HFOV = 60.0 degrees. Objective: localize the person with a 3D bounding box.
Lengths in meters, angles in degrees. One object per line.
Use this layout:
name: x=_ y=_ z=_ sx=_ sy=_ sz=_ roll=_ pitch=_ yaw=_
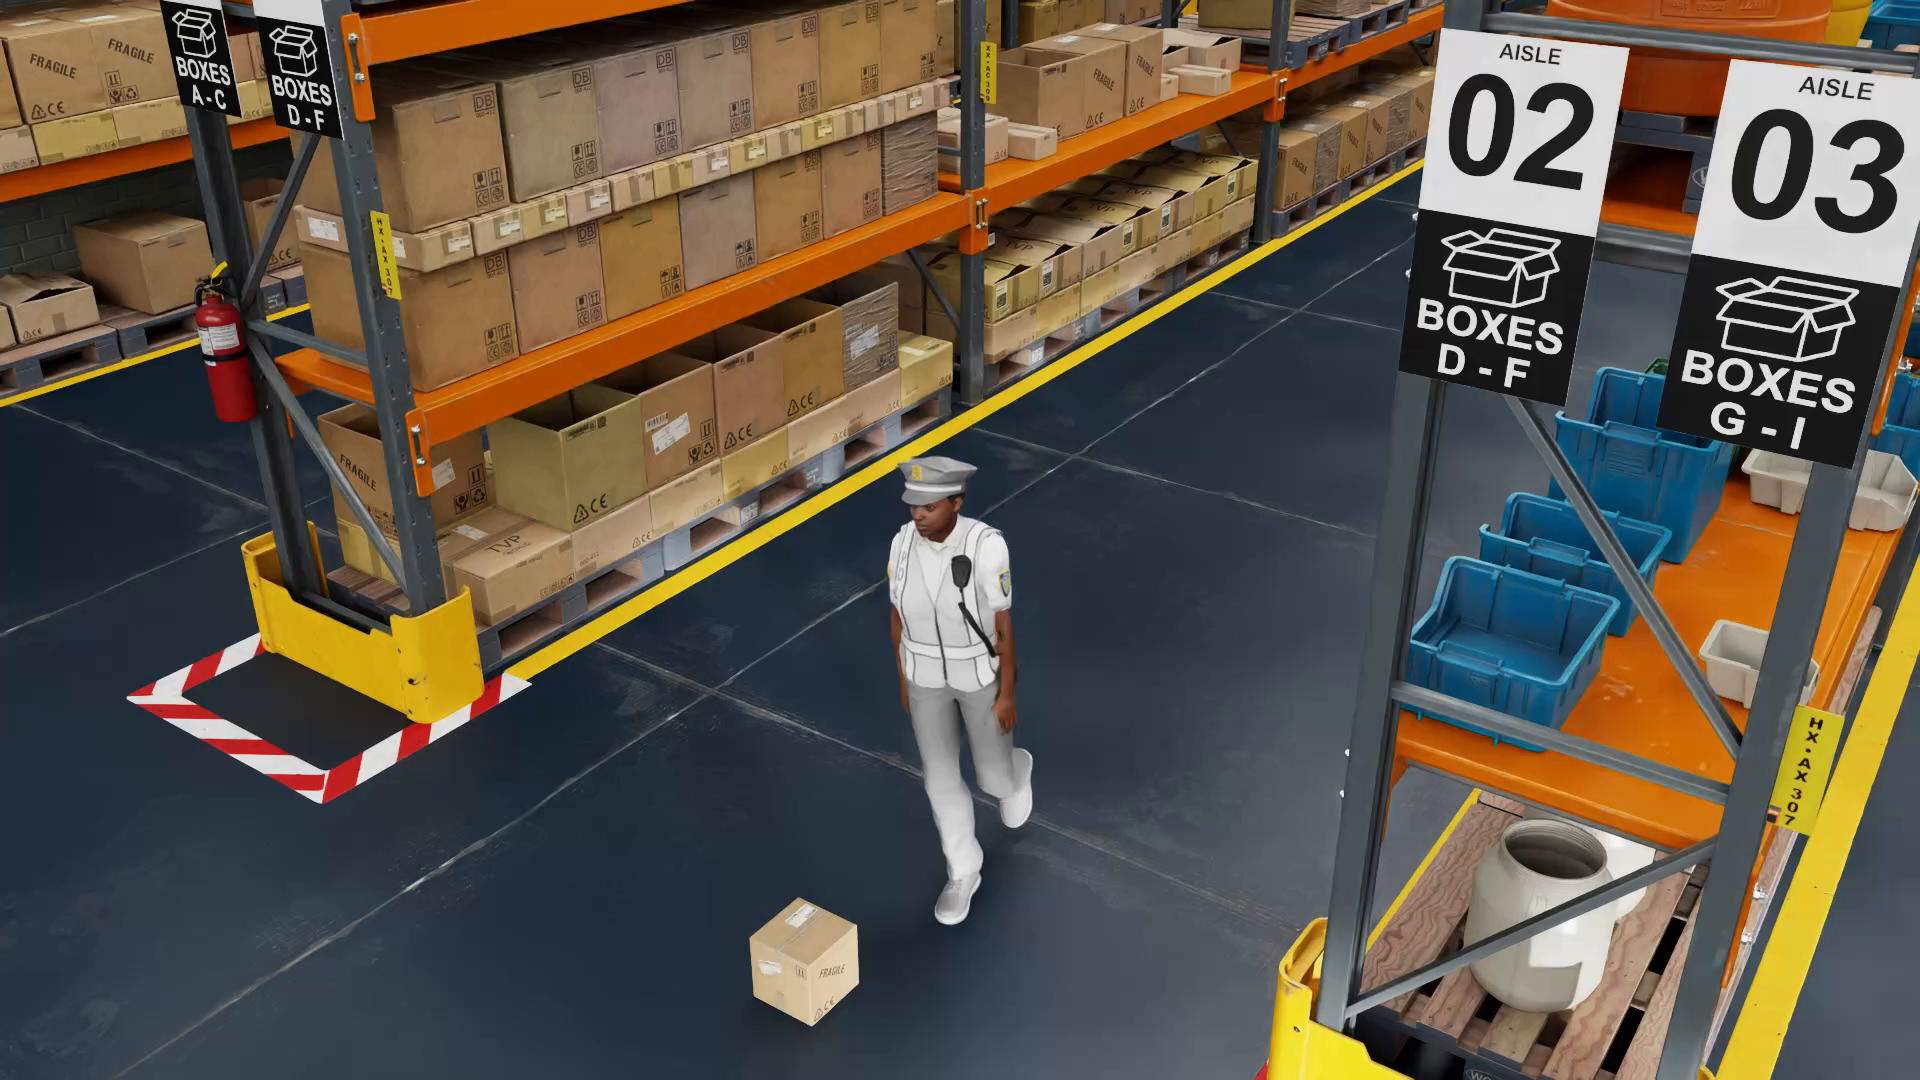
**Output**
person: x=-0.006 y=0.445 z=5.724 sx=0.479 sy=1.666 sz=0.707 roll=8 pitch=28 yaw=14
